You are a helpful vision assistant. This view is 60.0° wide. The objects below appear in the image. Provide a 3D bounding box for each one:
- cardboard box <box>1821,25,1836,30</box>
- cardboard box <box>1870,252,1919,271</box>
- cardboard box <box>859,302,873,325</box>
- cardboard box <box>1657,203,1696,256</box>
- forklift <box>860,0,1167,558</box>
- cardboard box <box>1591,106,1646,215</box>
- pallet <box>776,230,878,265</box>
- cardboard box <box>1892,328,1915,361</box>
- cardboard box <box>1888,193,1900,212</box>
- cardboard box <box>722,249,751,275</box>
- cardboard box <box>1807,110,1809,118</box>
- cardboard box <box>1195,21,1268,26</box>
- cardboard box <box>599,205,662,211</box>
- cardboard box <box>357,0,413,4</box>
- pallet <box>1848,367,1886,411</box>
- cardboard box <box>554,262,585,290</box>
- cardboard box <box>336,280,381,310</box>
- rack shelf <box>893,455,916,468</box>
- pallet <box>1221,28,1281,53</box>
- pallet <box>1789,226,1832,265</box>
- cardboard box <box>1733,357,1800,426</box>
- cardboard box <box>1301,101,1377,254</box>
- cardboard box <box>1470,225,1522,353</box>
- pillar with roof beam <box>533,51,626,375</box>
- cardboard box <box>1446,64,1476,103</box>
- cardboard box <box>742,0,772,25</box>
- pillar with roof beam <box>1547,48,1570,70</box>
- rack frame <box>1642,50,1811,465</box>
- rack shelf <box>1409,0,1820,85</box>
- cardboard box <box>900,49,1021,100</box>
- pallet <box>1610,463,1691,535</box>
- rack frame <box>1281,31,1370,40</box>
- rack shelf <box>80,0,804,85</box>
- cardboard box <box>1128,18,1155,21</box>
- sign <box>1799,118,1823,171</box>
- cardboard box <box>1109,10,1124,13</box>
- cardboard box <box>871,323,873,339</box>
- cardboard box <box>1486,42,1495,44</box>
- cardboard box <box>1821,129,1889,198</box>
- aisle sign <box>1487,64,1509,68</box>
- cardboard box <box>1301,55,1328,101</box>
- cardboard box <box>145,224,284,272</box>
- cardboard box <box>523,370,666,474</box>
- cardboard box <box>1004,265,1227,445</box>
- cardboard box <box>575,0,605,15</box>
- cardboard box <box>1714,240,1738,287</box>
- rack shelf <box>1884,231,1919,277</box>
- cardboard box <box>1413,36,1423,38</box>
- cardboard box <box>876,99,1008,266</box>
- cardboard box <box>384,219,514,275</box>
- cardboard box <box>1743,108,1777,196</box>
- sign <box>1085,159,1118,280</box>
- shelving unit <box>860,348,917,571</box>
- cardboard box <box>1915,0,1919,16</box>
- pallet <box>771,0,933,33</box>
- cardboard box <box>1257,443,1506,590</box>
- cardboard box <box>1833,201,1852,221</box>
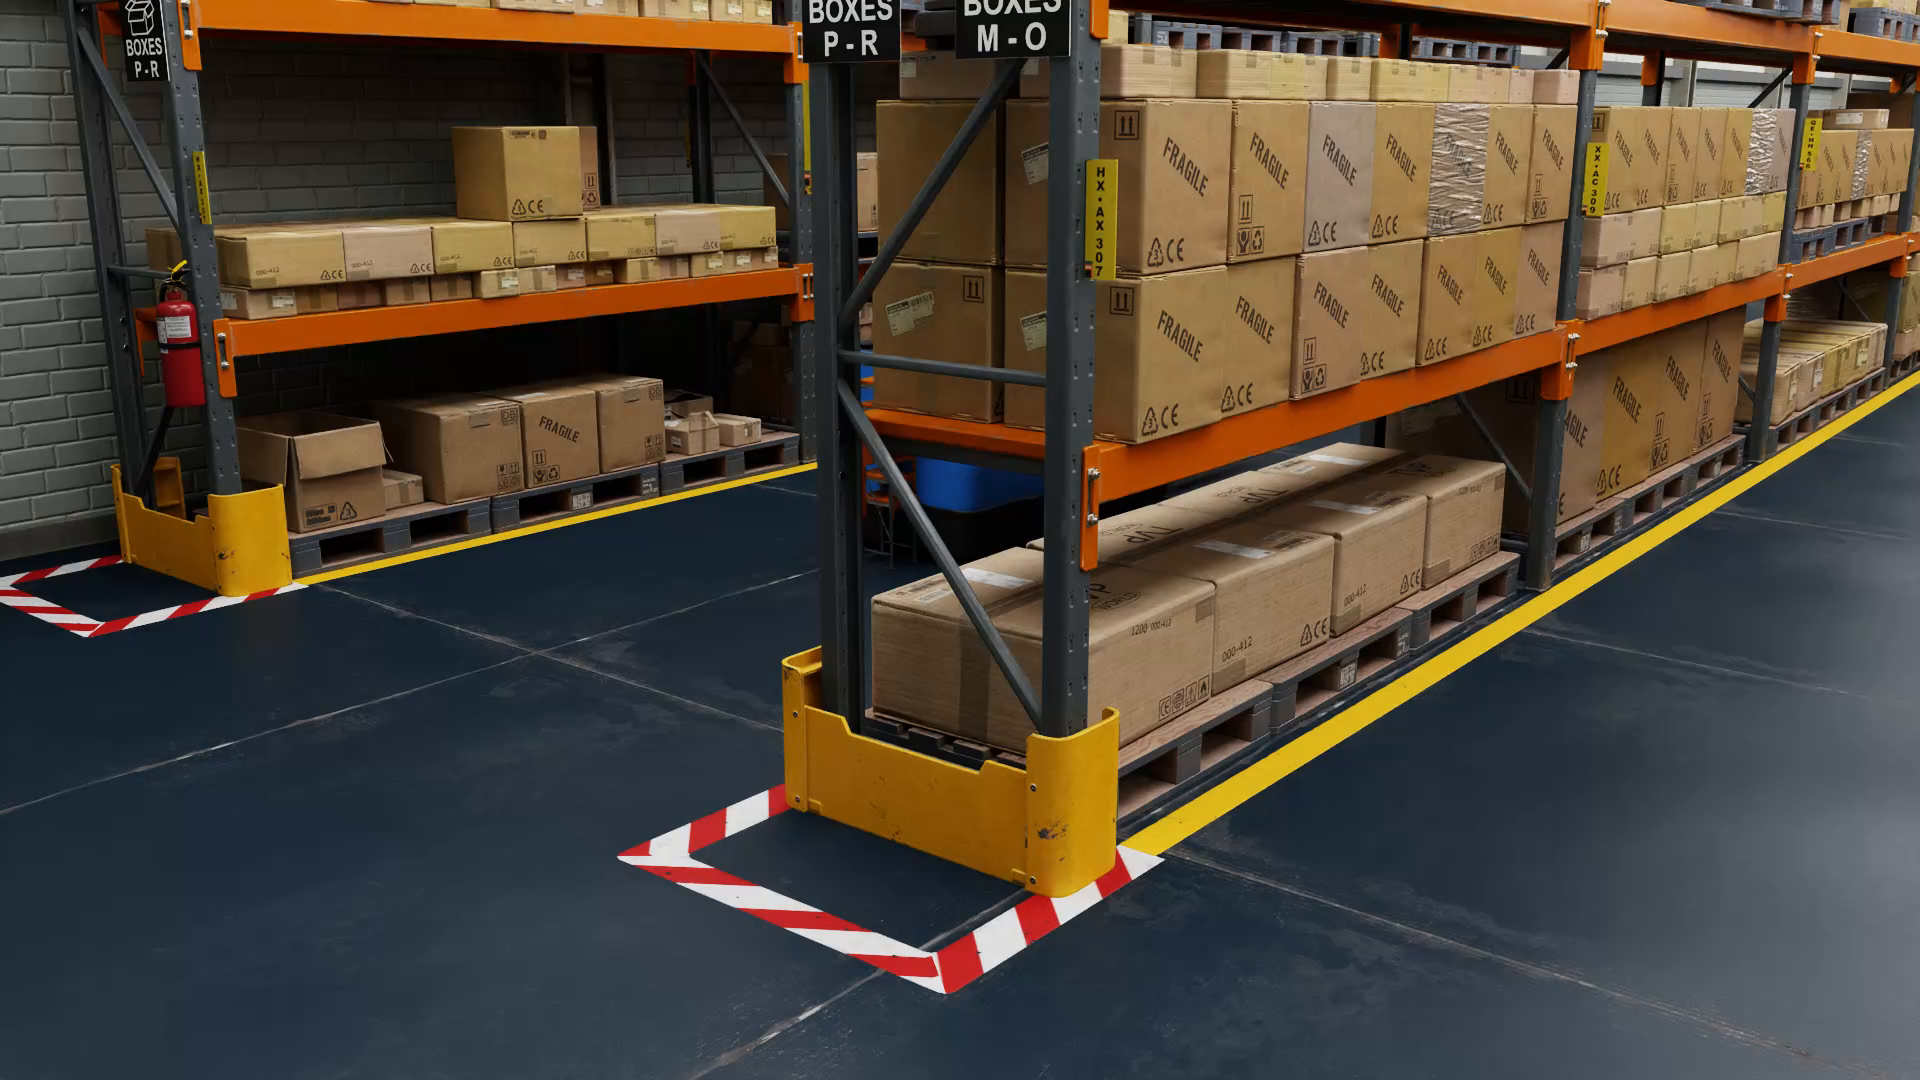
[{"bbox_3d":[5.593,-3.726,11.404,0.700,0.500,0.500,11,18,38],"label":"cardboard box"},{"bbox_3d":[8.209,-2.445,14.545,0.380,0.149,0.250,12,18,38],"label":"cardboard box"},{"bbox_3d":[-0.829,-1.581,11.555,0.380,0.149,0.250,10,17,35],"label":"cardboard box"},{"bbox_3d":[3.615,-1.685,8.953,0.500,0.250,0.500,12,18,38],"label":"cardboard box"},{"bbox_3d":[0.569,-1.622,9.554,1.130,2.935,3.031,11,18,37],"label":"forklift"},{"bbox_3d":[2.975,-1.851,8.083,0.500,0.500,0.500,12,18,38],"label":"cardboard box"},{"bbox_3d":[-0.801,-2.088,11.642,1.003,0.211,1.213,11,18,38],"label":"pallet"},{"bbox_3d":[8.084,-1.752,14.659,0.500,0.250,0.500,10,17,35],"label":"cardboard box"},{"bbox_3d":[7.395,-2.751,13.515,0.380,0.149,0.250,12,18,38],"label":"cardboard box"},{"bbox_3d":[-1.539,-1.770,10.509,0.380,0.149,0.250,12,18,39],"label":"cardboard box"},{"bbox_3d":[6.330,-3.261,12.891,0.380,0.149,0.250,13,19,41],"label":"cardboard box"},{"bbox_3d":[2.411,-4.862,14.817,0.500,0.500,0.500,12,18,39],"label":"cardboard box"},{"bbox_3d":[-2.219,-1.967,10.473,0.500,0.250,0.500,11,18,37],"label":"cardboard box"},{"bbox_3d":[-2.965,-2.769,8.349,0.380,0.149,0.250,12,18,39],"label":"cardboard box"},{"bbox_3d":[7.015,-1.309,13.848,1.003,0.211,1.213,11,18,38],"label":"pallet"},{"bbox_3d":[-2.375,-1.531,9.567,0.380,0.149,0.250,11,18,37],"label":"cardboard box"},{"bbox_3d":[-3.220,-1.290,8.618,0.380,0.149,0.250,11,18,37],"label":"cardboard box"},{"bbox_3d":[-0.380,-0.418,8.513,0.258,0.103,0.180,11,18,37],"label":"rack shelf"},{"bbox_3d":[2.184,-4.532,15.162,1.003,0.211,1.213,12,19,40],"label":"pallet"},{"bbox_3d":[5.354,-2.104,11.703,1.213,0.211,1.003,11,18,38],"label":"pallet"},{"bbox_3d":[5.352,-1.081,11.768,0.950,0.372,0.625,10,17,34],"label":"cardboard box"},{"bbox_3d":[1.121,-1.293,5.885,0.500,0.500,0.500,11,18,37],"label":"cardboard box"},{"bbox_3d":[2.064,-1.099,7.152,0.500,0.500,0.500,11,18,36],"label":"cardboard box"},{"bbox_3d":[0.822,-4.293,7.745,9.100,9.000,0.400,11,18,38],"label":"pillar with roof beam"},{"bbox_3d":[1.840,-1.832,6.693,0.380,0.149,0.250,11,18,37],"label":"cardboard box"},{"bbox_3d":[-1.384,-3.263,10.293,0.380,0.149,0.250,11,18,37],"label":"cardboard box"},{"bbox_3d":[12.135,-7.740,21.315,9.100,9.000,0.400,11,18,38],"label":"pillar with roof beam"},{"bbox_3d":[4.989,-2.044,11.077,1.000,3.000,0.127,11,18,38],"label":"rack frame"},{"bbox_3d":[3.732,-2.766,9.288,1.077,0.370,4.000,11,18,38],"label":"rack shelf"},{"bbox_3d":[0.031,-1.459,5.223,0.380,0.149,0.250,12,18,38],"label":"cardboard box"},{"bbox_3d":[3.668,-0.321,9.956,1.003,0.211,1.213,11,18,38],"label":"pallet"},{"bbox_3d":[3.640,-6.485,16.374,1.000,3.000,0.127,11,18,38],"label":"rack frame"},{"bbox_3d":[-2.645,-2.768,9.294,1.077,0.370,4.000,11,18,38],"label":"rack shelf"},{"bbox_3d":[1.382,-4.623,14.385,0.500,0.250,0.500,11,18,38],"label":"cardboard box"},{"bbox_3d":[5.423,-2.520,10.599,0.100,0.325,0.005,11,18,38],"label":"sign"},{"bbox_3d":[1.091,-4.281,13.284,0.380,0.149,0.250,12,18,39],"label":"cardboard box"},{"bbox_3d":[-0.689,-1.495,11.823,0.380,0.149,0.250,10,17,35],"label":"cardboard box"},{"bbox_3d":[5.870,-5.722,18.916,0.380,0.149,0.250,11,18,36],"label":"cardboard box"},{"bbox_3d":[6.752,-2.889,12.744,0.500,0.500,0.500,12,19,39],"label":"cardboard box"},{"bbox_3d":[6.424,-5.571,19.679,0.394,0.787,0.004,11,18,38],"label":"aisle sign"},{"bbox_3d":[1.037,-1.589,5.736,0.380,0.149,0.250,11,18,38],"label":"cardboard box"},{"bbox_3d":[-3.819,-1.480,8.557,0.500,0.250,0.500,12,19,39],"label":"cardboard box"},{"bbox_3d":[-2.224,-0.730,10.129,0.700,0.500,0.500,10,18,35],"label":"cardboard box"},{"bbox_3d":[0.486,-0.608,5.221,0.500,0.500,0.500,11,18,37],"label":"cardboard box"},{"bbox_3d":[-2.218,-3.024,9.353,0.380,0.149,0.250,11,18,38],"label":"cardboard box"},{"bbox_3d":[4.236,-1.640,9.791,0.500,0.250,0.500,11,18,37],"label":"cardboard box"},{"bbox_3d":[8.760,-2.844,15.689,1.077,0.370,4.000,11,18,38],"label":"rack shelf"},{"bbox_3d":[4.642,-5.348,17.443,0.380,0.149,0.250,12,19,39],"label":"cardboard box"},{"bbox_3d":[0.079,-1.174,5.419,0.500,0.500,0.500,12,19,39],"label":"cardboard box"},{"bbox_3d":[-2.774,-1.590,8.991,0.500,0.250,0.500,11,18,36],"label":"cardboard box"},{"bbox_3d":[4.552,-2.338,10.000,0.500,0.500,0.500,12,18,39],"label":"cardboard box"},{"bbox_3d":[0.389,-0.883,4.587,0.100,0.325,0.005,11,18,38],"label":"sign"},{"bbox_3d":[-0.380,-0.461,8.502,0.258,1.200,0.189,11,18,37],"label":"shelving unit"},{"bbox_3d":[7.993,-4.377,13.870,0.500,0.250,0.500,11,18,36],"label":"cardboard box"},{"bbox_3d":[-0.923,-3.522,11.185,1.213,0.211,1.003,11,18,38],"label":"pallet"},{"bbox_3d":[1.997,-0.136,7.917,0.875,0.438,0.875,11,18,37],"label":"cardboard box"},{"bbox_3d":[6.392,-2.461,12.377,0.380,0.149,0.250,12,19,39],"label":"cardboard box"}]
